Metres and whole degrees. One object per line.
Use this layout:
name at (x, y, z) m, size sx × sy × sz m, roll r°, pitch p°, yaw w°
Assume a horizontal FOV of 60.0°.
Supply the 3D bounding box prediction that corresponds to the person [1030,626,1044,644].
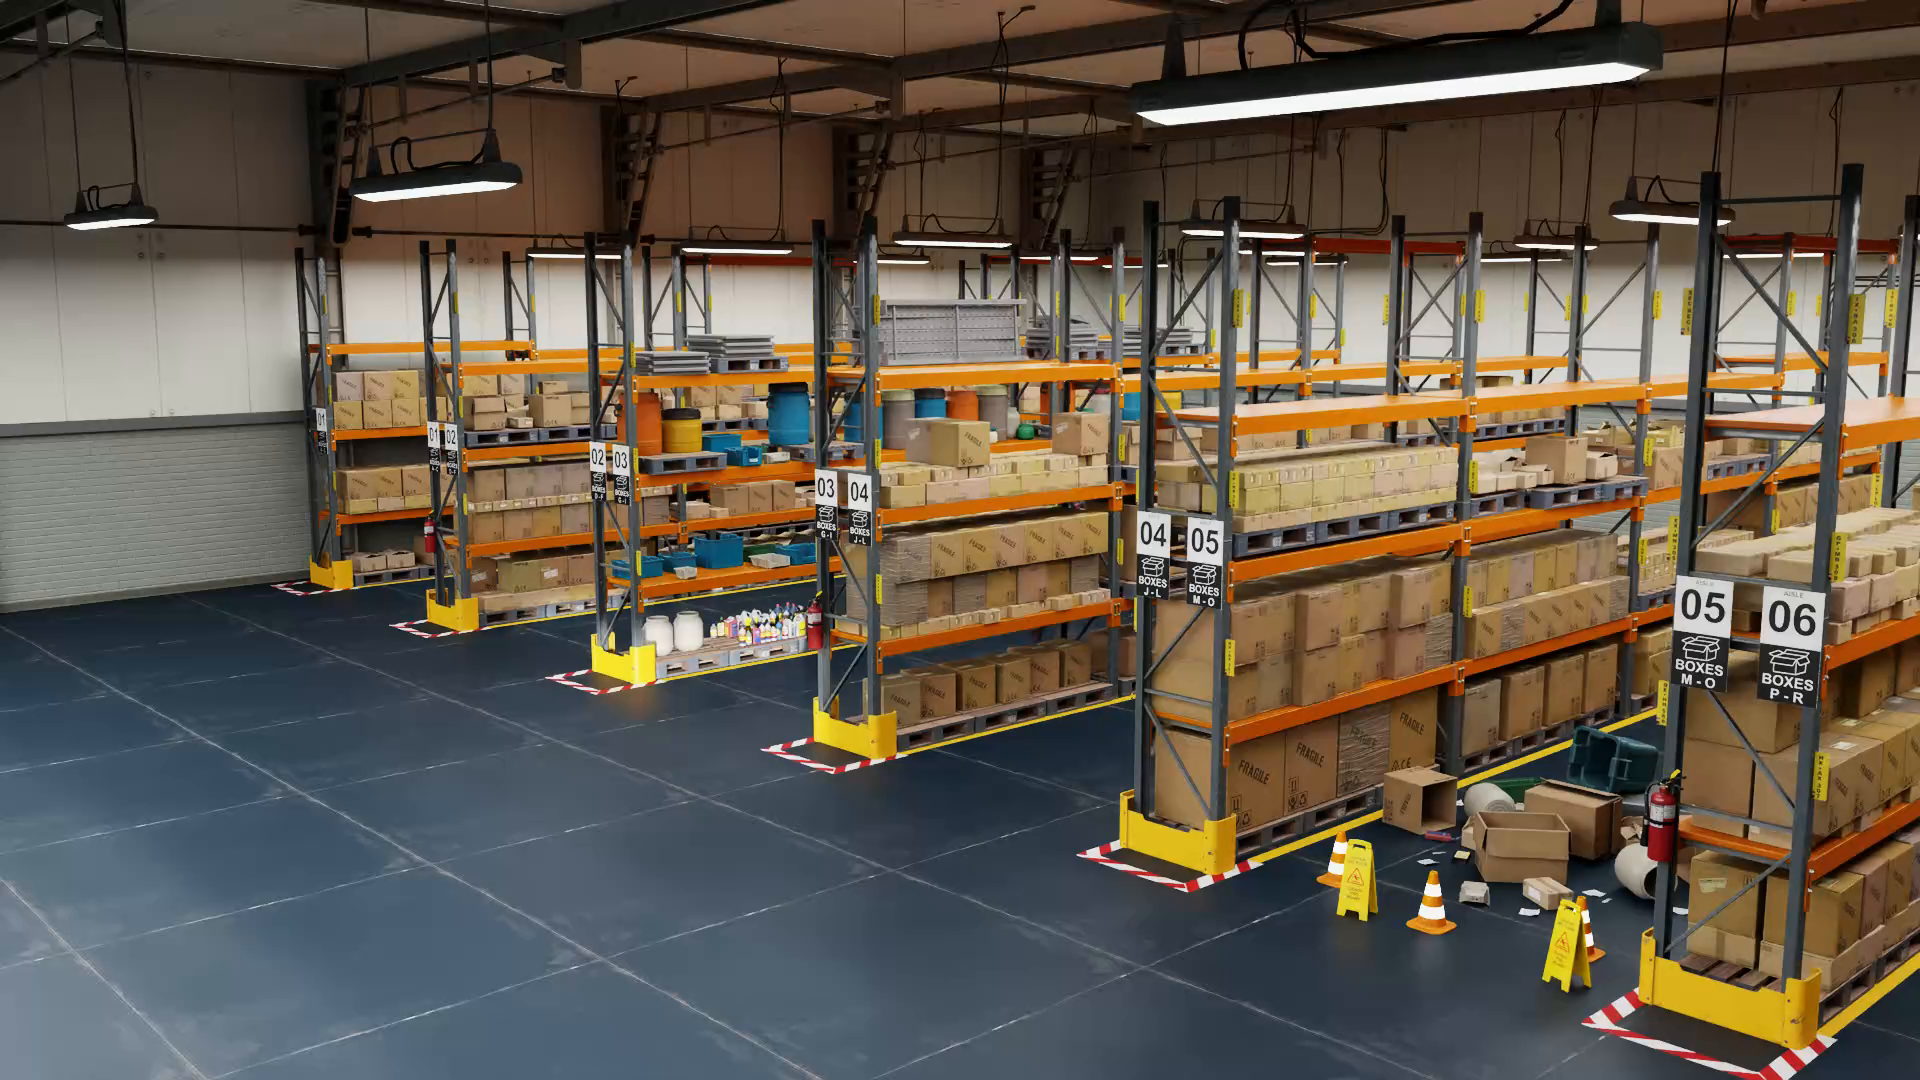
person at (1.045, 0.594, 23.876) m, size 0.565 × 1.551 × 0.650 m, roll 7°, pitch 11°, yaw 38°

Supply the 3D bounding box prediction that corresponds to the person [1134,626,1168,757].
person at (2.212, 1.594, 18.464) m, size 0.691 × 1.740 × 0.692 m, roll 6°, pitch 10°, yaw 35°
